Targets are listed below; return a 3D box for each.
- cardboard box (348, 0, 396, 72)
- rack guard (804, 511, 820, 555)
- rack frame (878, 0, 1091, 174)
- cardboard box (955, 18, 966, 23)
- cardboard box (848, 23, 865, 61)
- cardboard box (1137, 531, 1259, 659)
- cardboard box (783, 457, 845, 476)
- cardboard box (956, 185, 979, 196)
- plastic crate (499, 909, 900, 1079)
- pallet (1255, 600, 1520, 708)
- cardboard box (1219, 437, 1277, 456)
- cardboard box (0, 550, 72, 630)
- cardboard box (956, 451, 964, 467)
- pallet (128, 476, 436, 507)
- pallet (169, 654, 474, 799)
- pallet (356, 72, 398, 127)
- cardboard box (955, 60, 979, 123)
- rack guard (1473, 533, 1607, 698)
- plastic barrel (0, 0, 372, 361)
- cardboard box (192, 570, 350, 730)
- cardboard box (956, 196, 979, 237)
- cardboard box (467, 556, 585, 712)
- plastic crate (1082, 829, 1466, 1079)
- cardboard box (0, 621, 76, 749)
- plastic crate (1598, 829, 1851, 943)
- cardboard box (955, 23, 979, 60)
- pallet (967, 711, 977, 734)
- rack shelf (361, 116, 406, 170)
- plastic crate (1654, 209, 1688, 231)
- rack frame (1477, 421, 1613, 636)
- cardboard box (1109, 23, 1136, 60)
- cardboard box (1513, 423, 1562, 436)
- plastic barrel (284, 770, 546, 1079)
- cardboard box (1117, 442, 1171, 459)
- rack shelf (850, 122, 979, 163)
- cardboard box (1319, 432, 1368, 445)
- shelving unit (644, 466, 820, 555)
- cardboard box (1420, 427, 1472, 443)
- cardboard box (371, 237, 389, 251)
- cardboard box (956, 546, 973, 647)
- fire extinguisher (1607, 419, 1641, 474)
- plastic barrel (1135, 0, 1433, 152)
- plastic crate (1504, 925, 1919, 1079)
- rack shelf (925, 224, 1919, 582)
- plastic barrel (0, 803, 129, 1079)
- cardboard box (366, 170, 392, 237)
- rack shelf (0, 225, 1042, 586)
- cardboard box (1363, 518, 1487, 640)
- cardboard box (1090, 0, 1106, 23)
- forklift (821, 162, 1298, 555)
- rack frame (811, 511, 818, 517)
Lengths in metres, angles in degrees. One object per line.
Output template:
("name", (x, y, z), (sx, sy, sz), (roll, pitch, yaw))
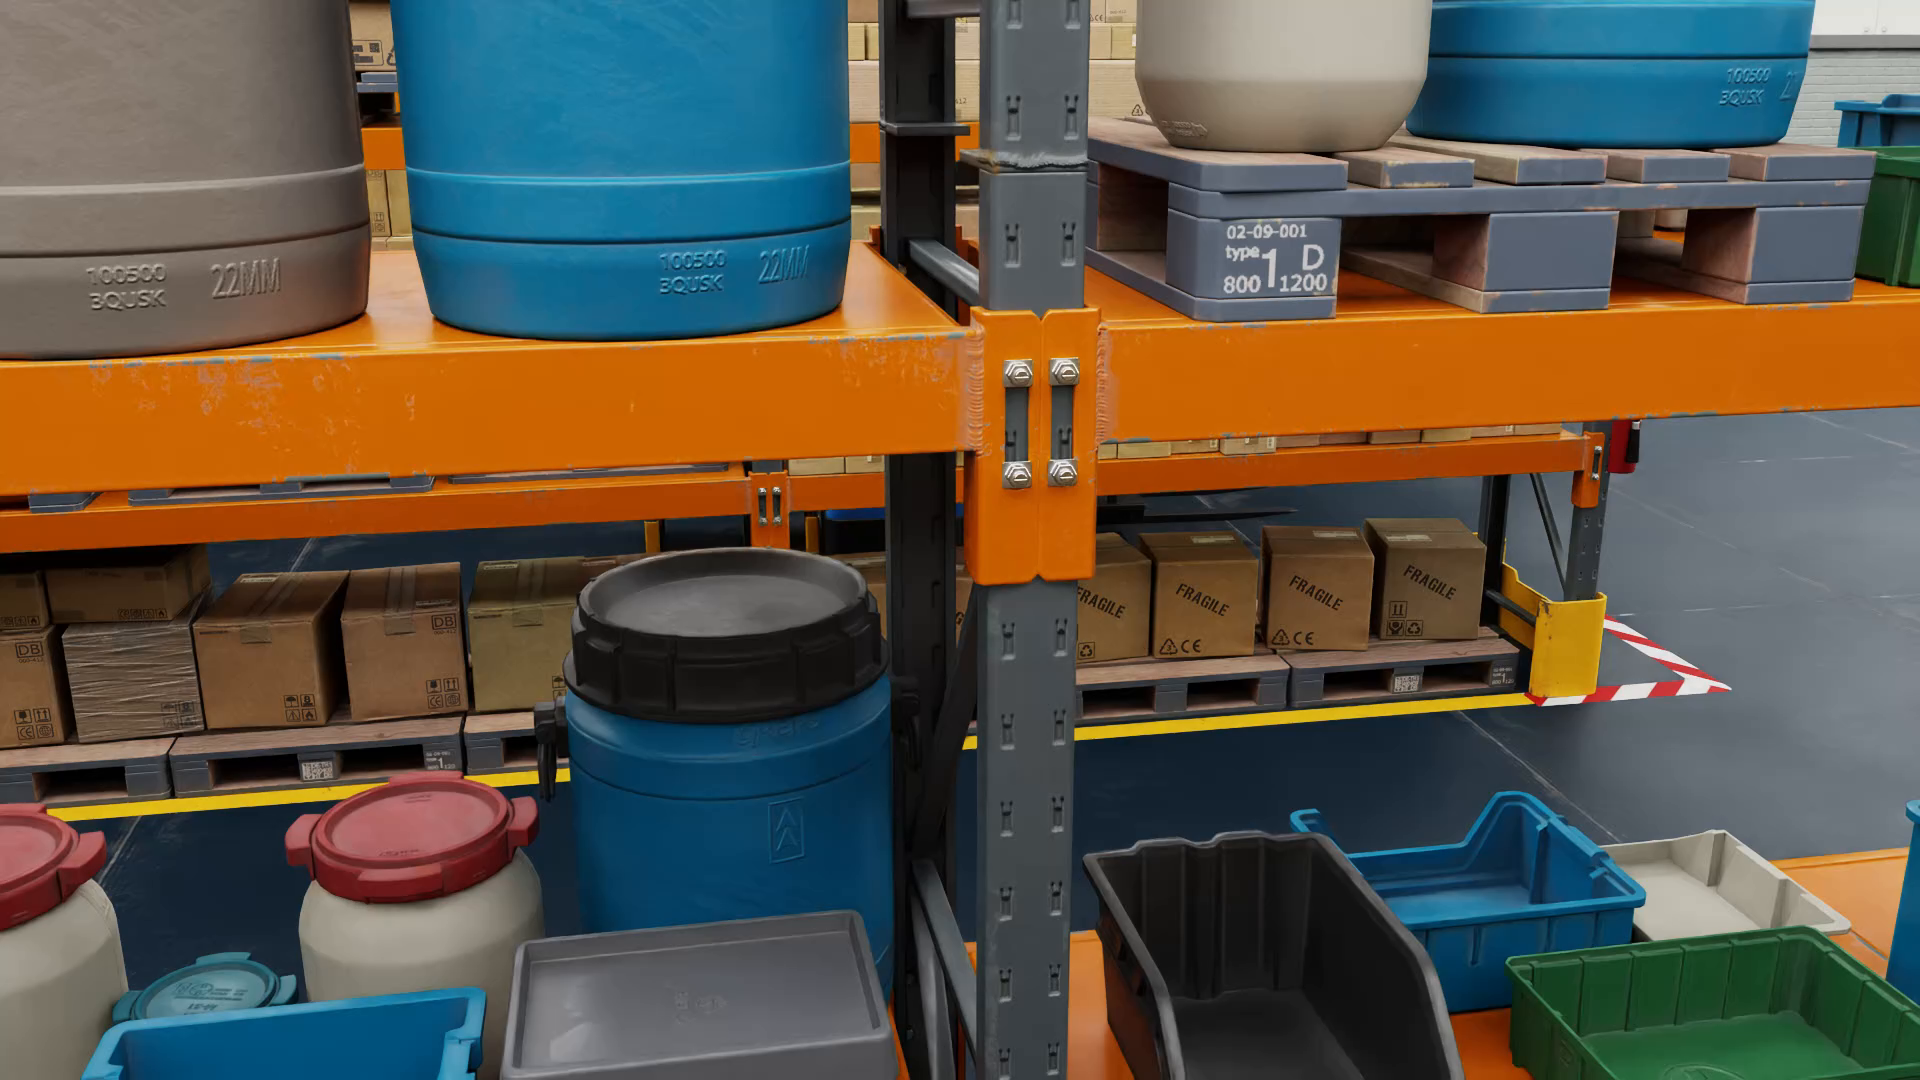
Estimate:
("cardboard box", (-2.336, -2.239, 6.991), (0.637, 0.503, 0.797), (-3, 17, -8))
("rack guard", (-0.958, -0.106, 10.732), (0.087, 0.250, 0.587), (-2, 17, -6))
("rack frame", (0.008, -2.045, 2.143), (0.127, 3.000, 1.000), (-3, 17, -10))
("cardboard box", (-0.249, -3.797, 11.818), (0.500, 0.250, 0.500), (-3, 17, -11))
("cardboard box", (-0.554, -2.087, 6.965), (0.250, 0.149, 0.380), (-4, 17, -12))
("cardboard box", (1.181, 0.269, 8.369), (0.500, 0.500, 0.500), (-2, 17, -5))
("cardboard box", (-0.663, -0.410, 7.466), (0.250, 0.149, 0.380), (-3, 17, -10))
("cardboard box", (-0.051, -1.406, 7.899), (0.500, 0.500, 0.500), (-3, 17, -10))
("plastic crate", (-0.409, 0.907, 2.639), (0.583, 0.464, 0.402), (-3, 17, -10))
("pallet", (2.117, 0.545, 8.679), (1.213, 0.211, 1.003), (-3, 17, -10))
("cardboard box", (1.303, -0.518, 7.819), (0.250, 0.149, 0.380), (-3, 17, -10))
("cardboard box", (-4.206, 0.198, 7.289), (0.500, 0.250, 0.500), (-3, 17, -8))
("cardboard box", (0.069, -0.459, 7.625), (0.250, 0.149, 0.380), (-3, 17, -10))
("pallet", (-2.923, -0.413, 7.373), (1.213, 0.211, 1.003), (-3, 17, -10))
("pallet", (-2.896, 0.841, 7.715), (1.213, 0.211, 1.003), (-3, 17, -10))
("pallet", (-2.575, -1.887, 7.057), (1.003, 0.211, 1.213), (-3, 17, -10))
("cardboard box", (0.078, -1.949, 7.196), (0.500, 0.250, 0.500), (-3, 17, -11))
("rack guard", (2.922, 0.371, 8.751), (0.348, 0.500, 1.175), (-3, 17, -10))
("plastic barrel", (-1.092, -0.723, 2.095), (0.600, 0.901, 0.600), (0, 17, 0))
("cardboard box", (-3.107, 0.491, 7.612), (0.500, 0.500, 0.700), (-2, 17, -6))
("cardboard box", (0.050, -1.253, 7.402), (0.500, 0.500, 0.500), (-3, 17, -10))
("cardboard box", (-2.010, 0.429, 7.815), (0.500, 0.500, 0.700), (-3, 17, -11))
("plastic crate", (0.547, 0.860, 3.008), (0.504, 0.338, 0.767), (-3, 17, -10))
("cardboard box", (-4.204, 0.559, 7.390), (0.500, 0.500, 0.700), (-4, 18, -13))
("plastic crate", (1.555, 0.785, 3.595), (0.437, 0.136, 0.530), (-3, 17, -10))
("cardboard box", (-0.034, -2.130, 7.107), (0.250, 0.149, 0.380), (-3, 17, -10))
("pallet", (-0.278, 0.680, 8.237), (1.213, 0.211, 1.003), (-3, 17, -10))
("rack shelf", (-2.895, -1.584, 6.975), (4.000, 0.370, 1.077), (-3, 17, -10))
("plastic crate", (1.508, -0.691, 3.293), (0.396, 0.136, 0.243), (-3, 17, -10))
("rack frame", (2.996, -0.828, 8.398), (0.127, 3.000, 1.000), (-3, 17, -10))
("cardboard box", (0.720, -2.170, 7.237), (0.250, 0.149, 0.380), (-4, 17, -12))
("cardboard box", (2.756, -0.632, 8.189), (0.250, 0.149, 0.380), (-3, 17, -10))
("plastic barrel", (-0.972, 0.748, 3.036), (0.433, 0.535, 0.433), (0, 17, 0))
("cardboard box", (0.807, -0.498, 7.751), (0.250, 0.149, 0.380), (-3, 17, -10))
("rack shelf", (1.033, -1.806, 7.700), (4.000, 0.370, 1.077), (-3, 17, -10))
("cardboard box", (1.773, -0.578, 8.014), (0.250, 0.149, 0.380), (-3, 17, -10))
("shelving unit", (-1.453, -0.687, 10.496), (1.083, 1.500, 0.587), (-2, 17, -6))
("cardboard box", (2.274, -0.590, 8.051), (0.250, 0.149, 0.380), (-3, 17, -10))
("cardboard box", (-4.214, -1.870, 11.620), (0.500, 0.500, 0.500), (-3, 17, -10))
("cardboard box", (0.030, 0.344, 8.124), (0.500, 0.500, 0.500), (2, 17, 7))
("fire extinguisher", (3.196, -0.664, 7.997), (0.183, 0.674, 0.296), (-3, 17, -10))
("plastic barrel", (0.469, -0.833, 2.399), (0.421, 0.512, 0.421), (0, 17, 0))
("plastic crate", (1.395, 0.930, 3.036), (0.662, 0.188, 0.450), (-3, 17, -10))
("rack shelf", (1.972, -0.379, 3.052), (4.000, 0.370, 1.077), (-3, 17, -10))
("plastic barrel", (-1.693, 0.789, 2.903), (0.433, 0.535, 0.433), (0, 17, 0))
("cardboard box", (-4.258, -2.423, 11.719), (0.500, 0.500, 0.700), (-4, 17, -11))
("rack shelf", (-1.955, -0.156, 2.326), (4.000, 0.370, 1.077), (-3, 17, -10))
("cardboard box", (2.380, 0.196, 8.606), (0.500, 0.500, 0.500), (0, 17, 0))
("cardboard box", (0.743, -3.853, 12.002), (0.500, 0.250, 0.500), (-3, 17, -11))
("forklift", (0.625, -1.422, 10.449), (3.031, 2.935, 1.130), (-2, 17, -6))
("rack frame", (-0.939, -0.704, 10.550), (0.032, 1.500, 0.500), (-2, 17, -6))
